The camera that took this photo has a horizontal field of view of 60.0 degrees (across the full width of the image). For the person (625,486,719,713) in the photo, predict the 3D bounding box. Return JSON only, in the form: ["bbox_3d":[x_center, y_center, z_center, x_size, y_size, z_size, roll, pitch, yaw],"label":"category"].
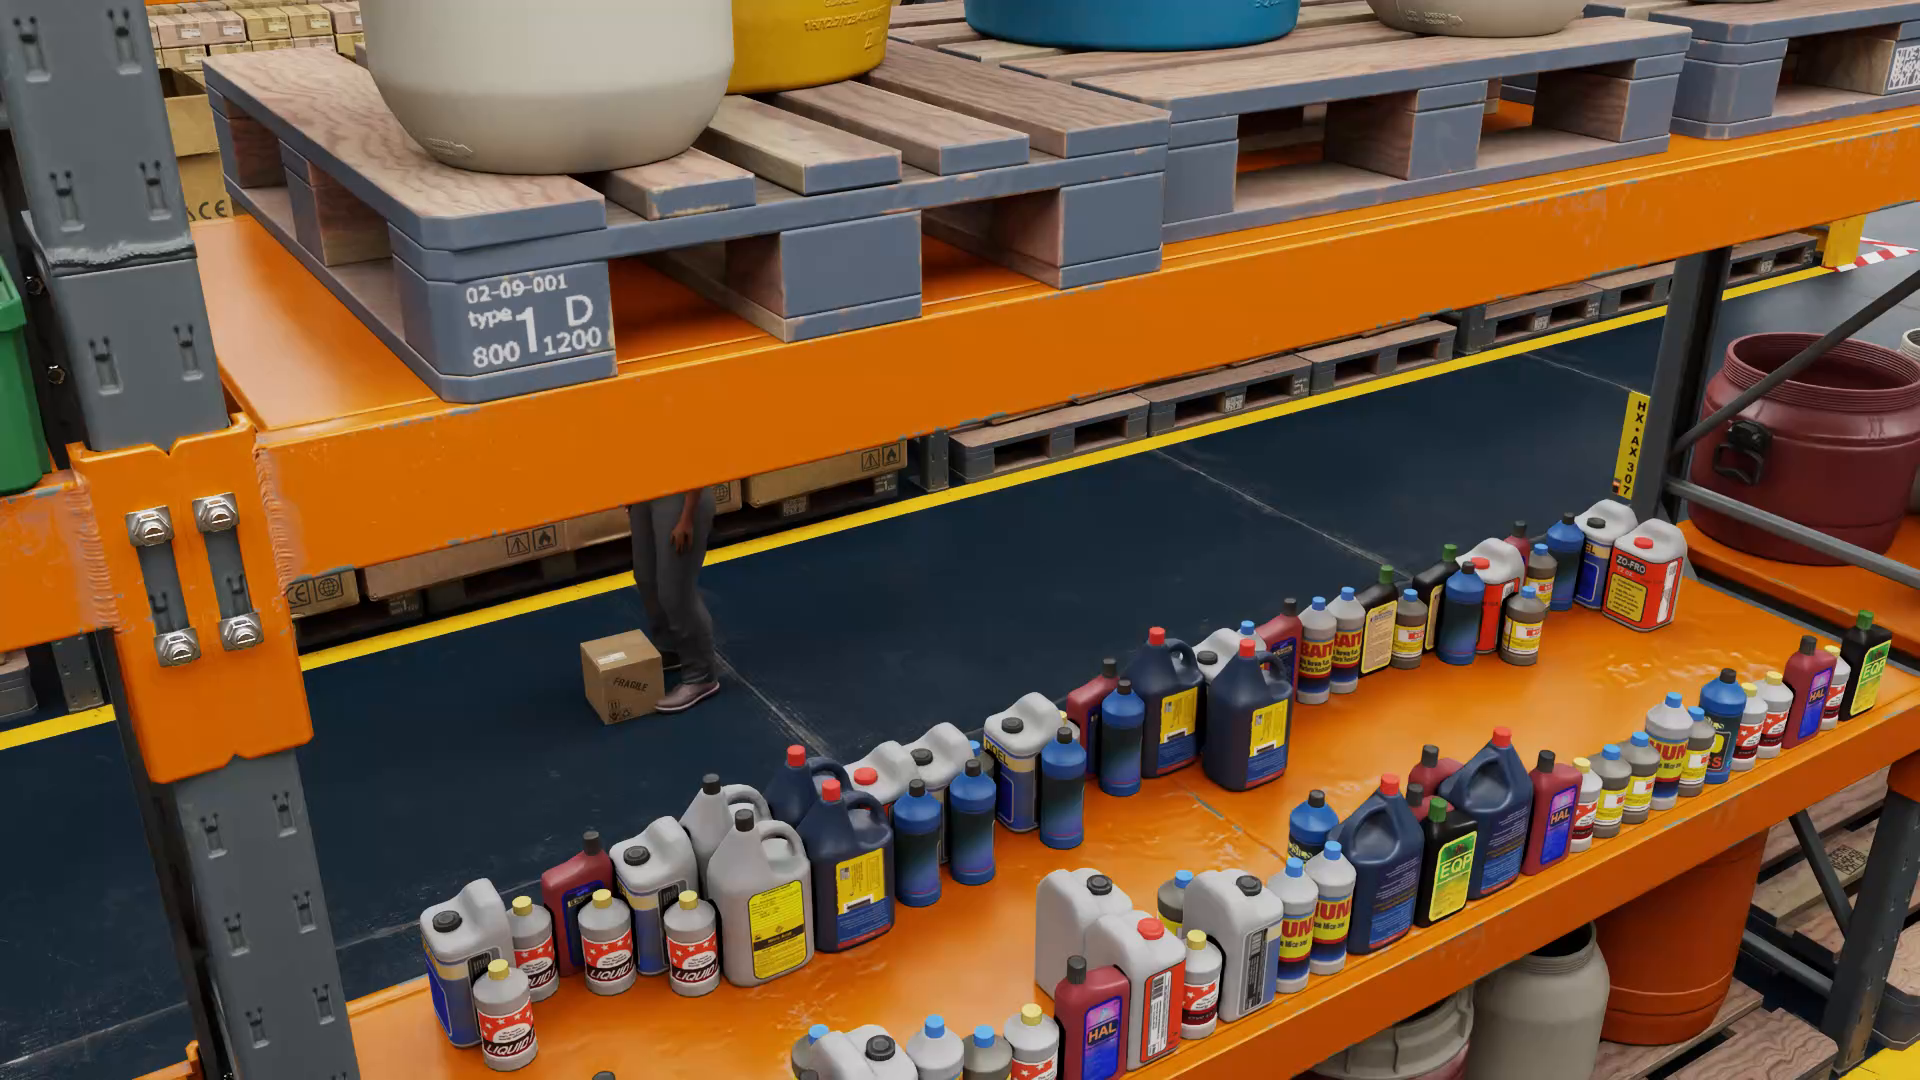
[{"bbox_3d":[-1.147,-0.148,6.428,0.349,1.655,0.525,-17,30,-31],"label":"person"}]
